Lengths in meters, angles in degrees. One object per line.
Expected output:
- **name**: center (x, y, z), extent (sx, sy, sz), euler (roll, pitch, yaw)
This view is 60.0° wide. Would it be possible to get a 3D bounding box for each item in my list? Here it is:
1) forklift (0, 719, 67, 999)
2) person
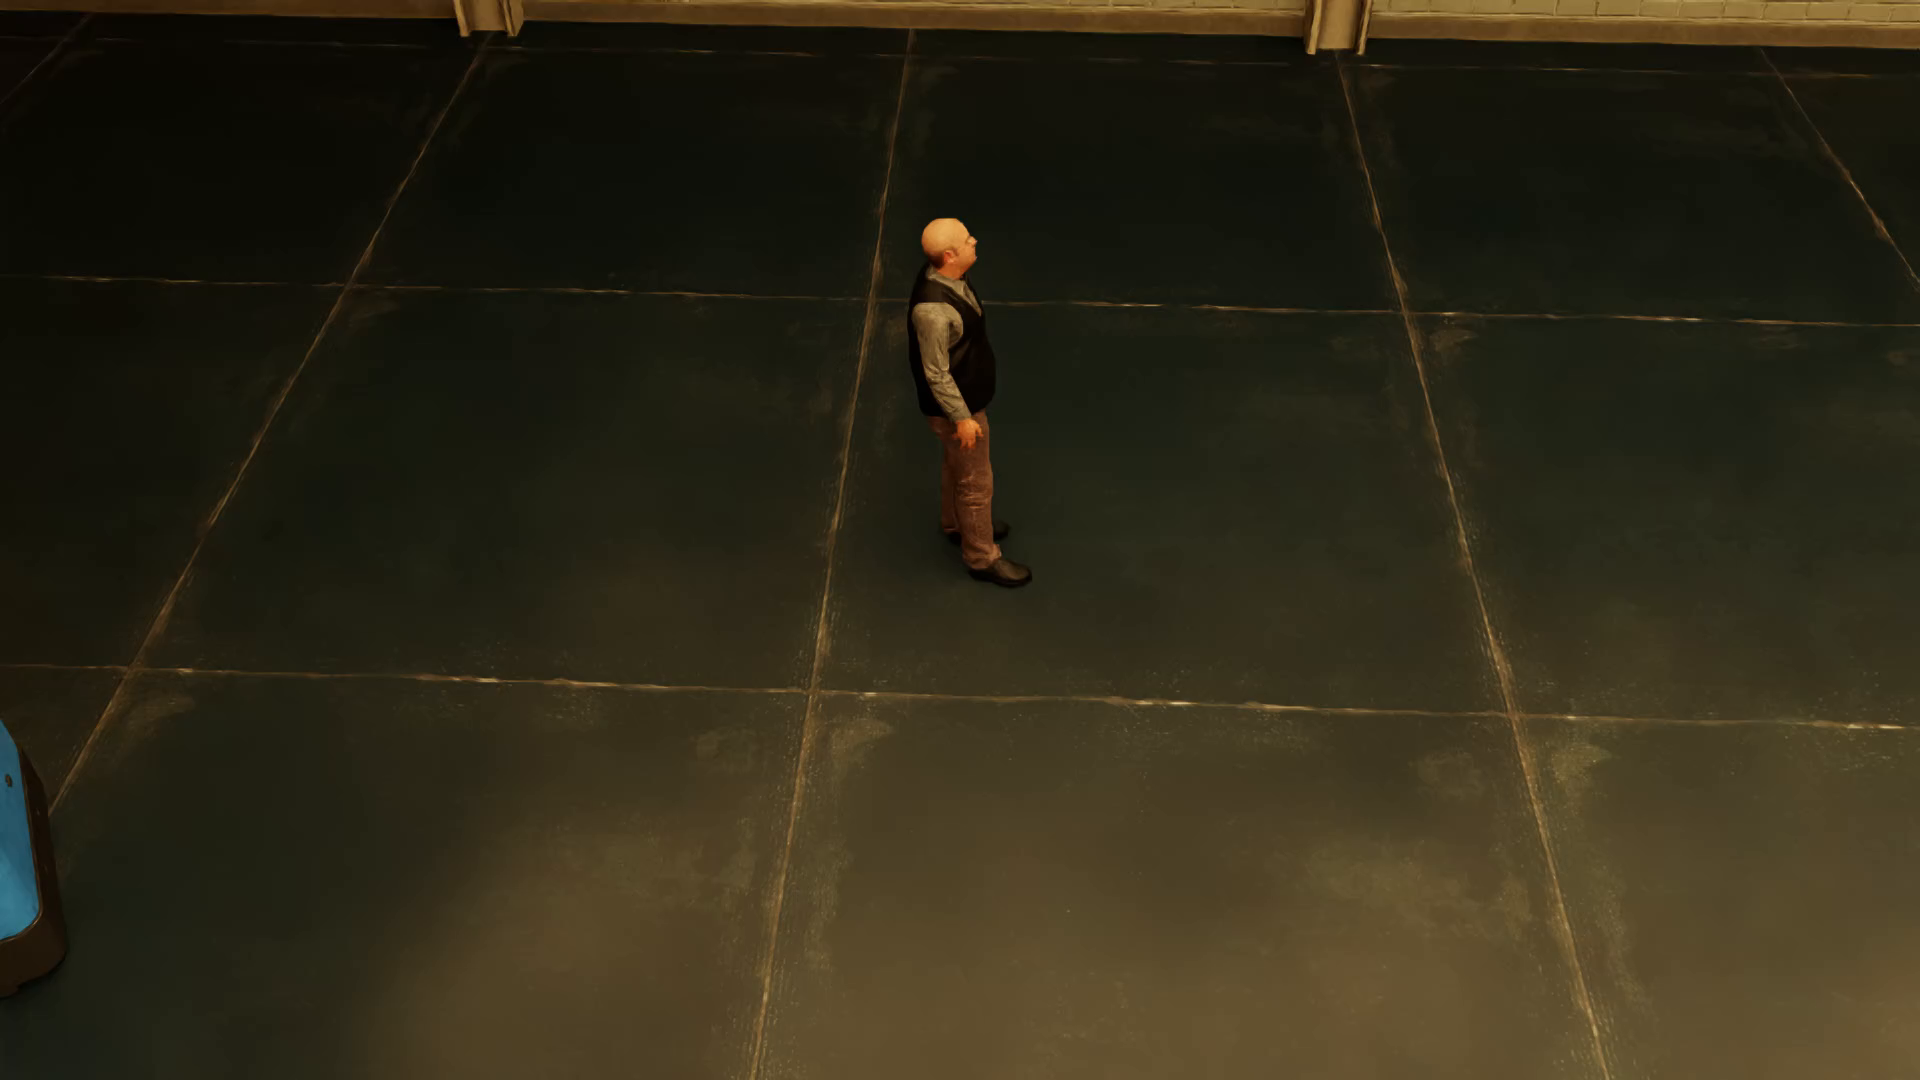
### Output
- **forklift**: center (-4.851, 0.690, 4.987), extent (3.031, 2.935, 1.130), euler (-19, 46, -20)
- **person**: center (0.062, -0.634, 7.323), extent (0.567, 1.720, 0.632), euler (2, 42, 2)
